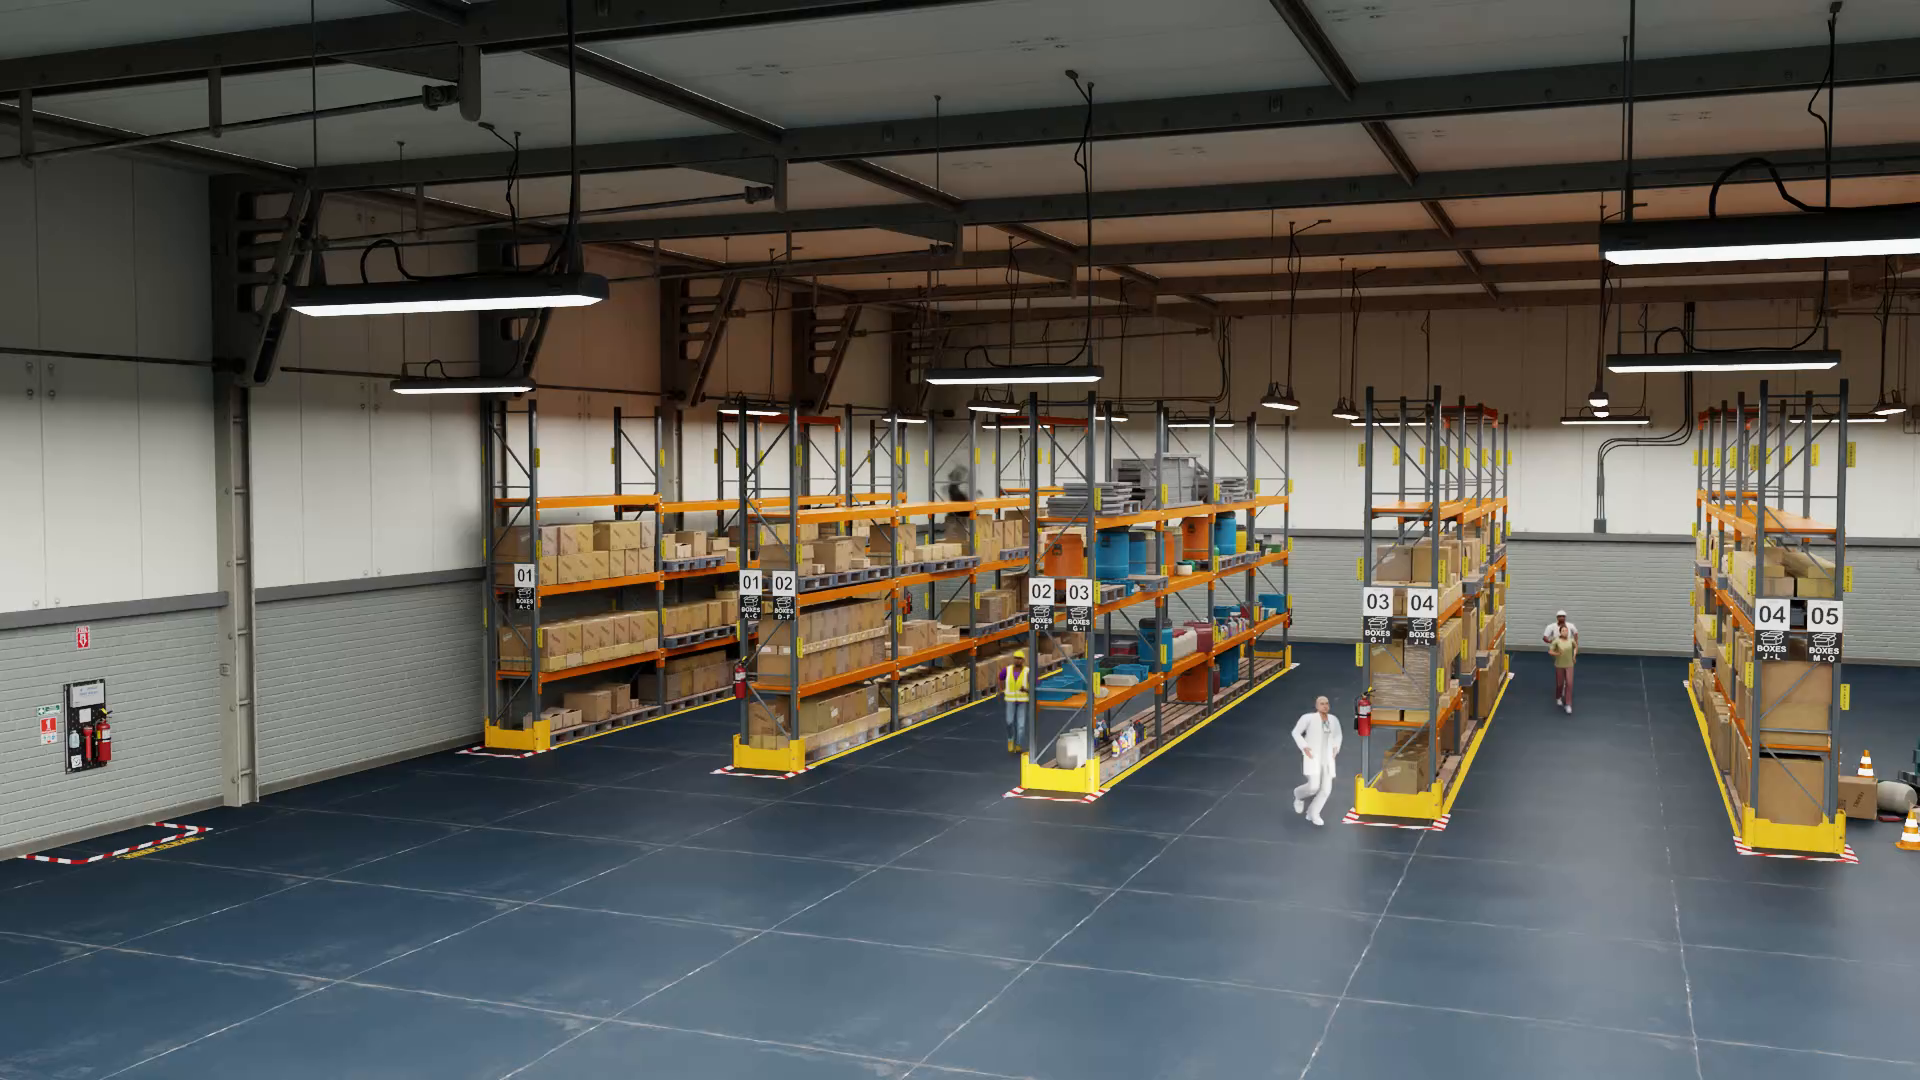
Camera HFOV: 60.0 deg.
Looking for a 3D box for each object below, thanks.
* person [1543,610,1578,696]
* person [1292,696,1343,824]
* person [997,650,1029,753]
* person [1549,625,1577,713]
[{"bbox_3d":[12.785,2.376,35.366,0.718,1.776,0.951,1,3,13],"label":"person"},{"bbox_3d":[4.944,3.012,22.927,0.735,1.735,0.631,-1,3,-13],"label":"person"},{"bbox_3d":[0.958,2.732,28.087,0.692,1.741,0.660,0,3,6],"label":"person"},{"bbox_3d":[11.933,2.521,32.875,0.574,1.673,0.951,1,3,11],"label":"person"}]
